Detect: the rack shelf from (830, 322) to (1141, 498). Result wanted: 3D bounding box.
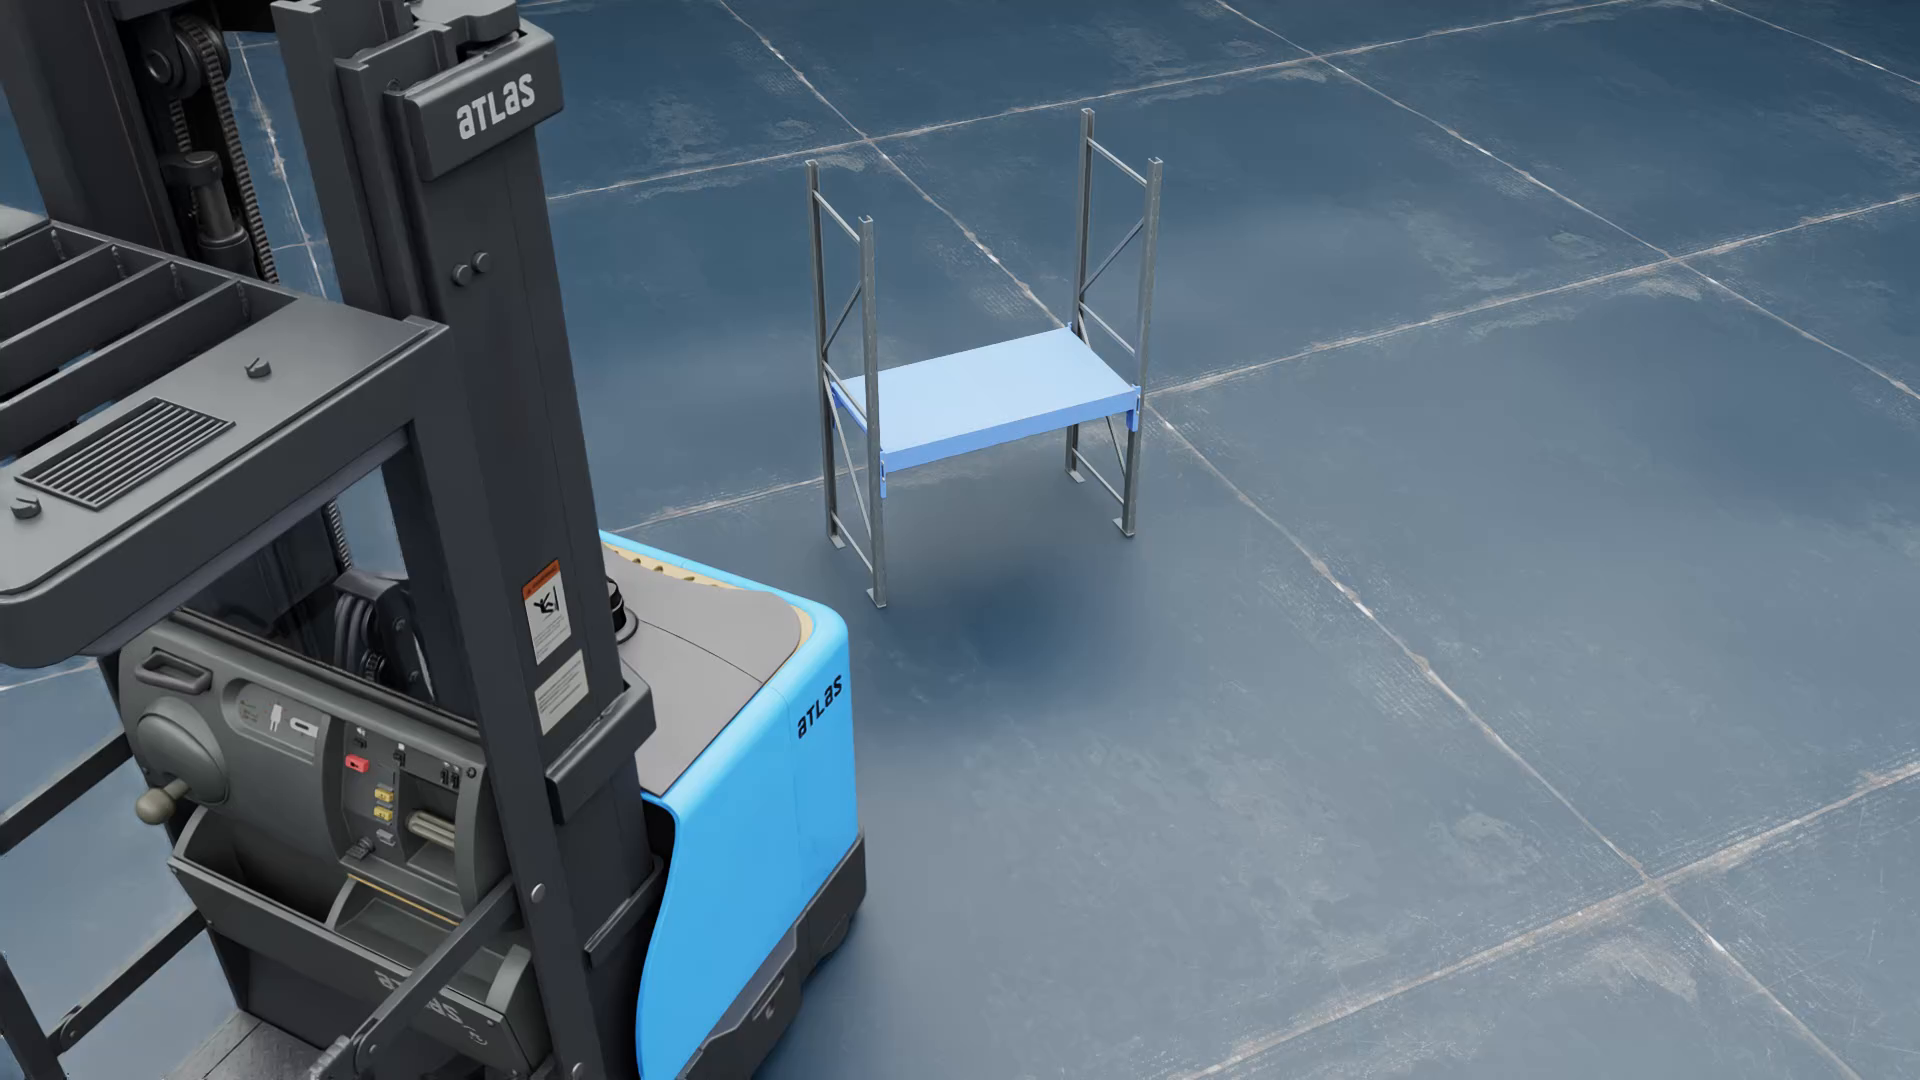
[{"bbox_3d":[0.077,-0.480,5.939,1.000,0.185,0.538,-16,39,-20],"label":"rack shelf"}]

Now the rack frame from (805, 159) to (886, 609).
[{"bbox_3d":[-0.383,-0.495,5.659,0.032,1.500,0.500,-16,39,-20],"label":"rack frame"}]

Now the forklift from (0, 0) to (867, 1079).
[{"bbox_3d":[-1.390,0.516,3.094,1.130,2.935,3.031,17,40,22],"label":"forklift"}]

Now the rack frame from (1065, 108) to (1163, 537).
[{"bbox_3d":[0.537,-0.753,6.006,0.032,1.500,0.500,-16,39,-20],"label":"rack frame"}]

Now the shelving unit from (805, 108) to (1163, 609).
[{"bbox_3d":[0.077,-0.624,5.832,1.048,1.500,0.538,-16,39,-20],"label":"shelving unit"}]
